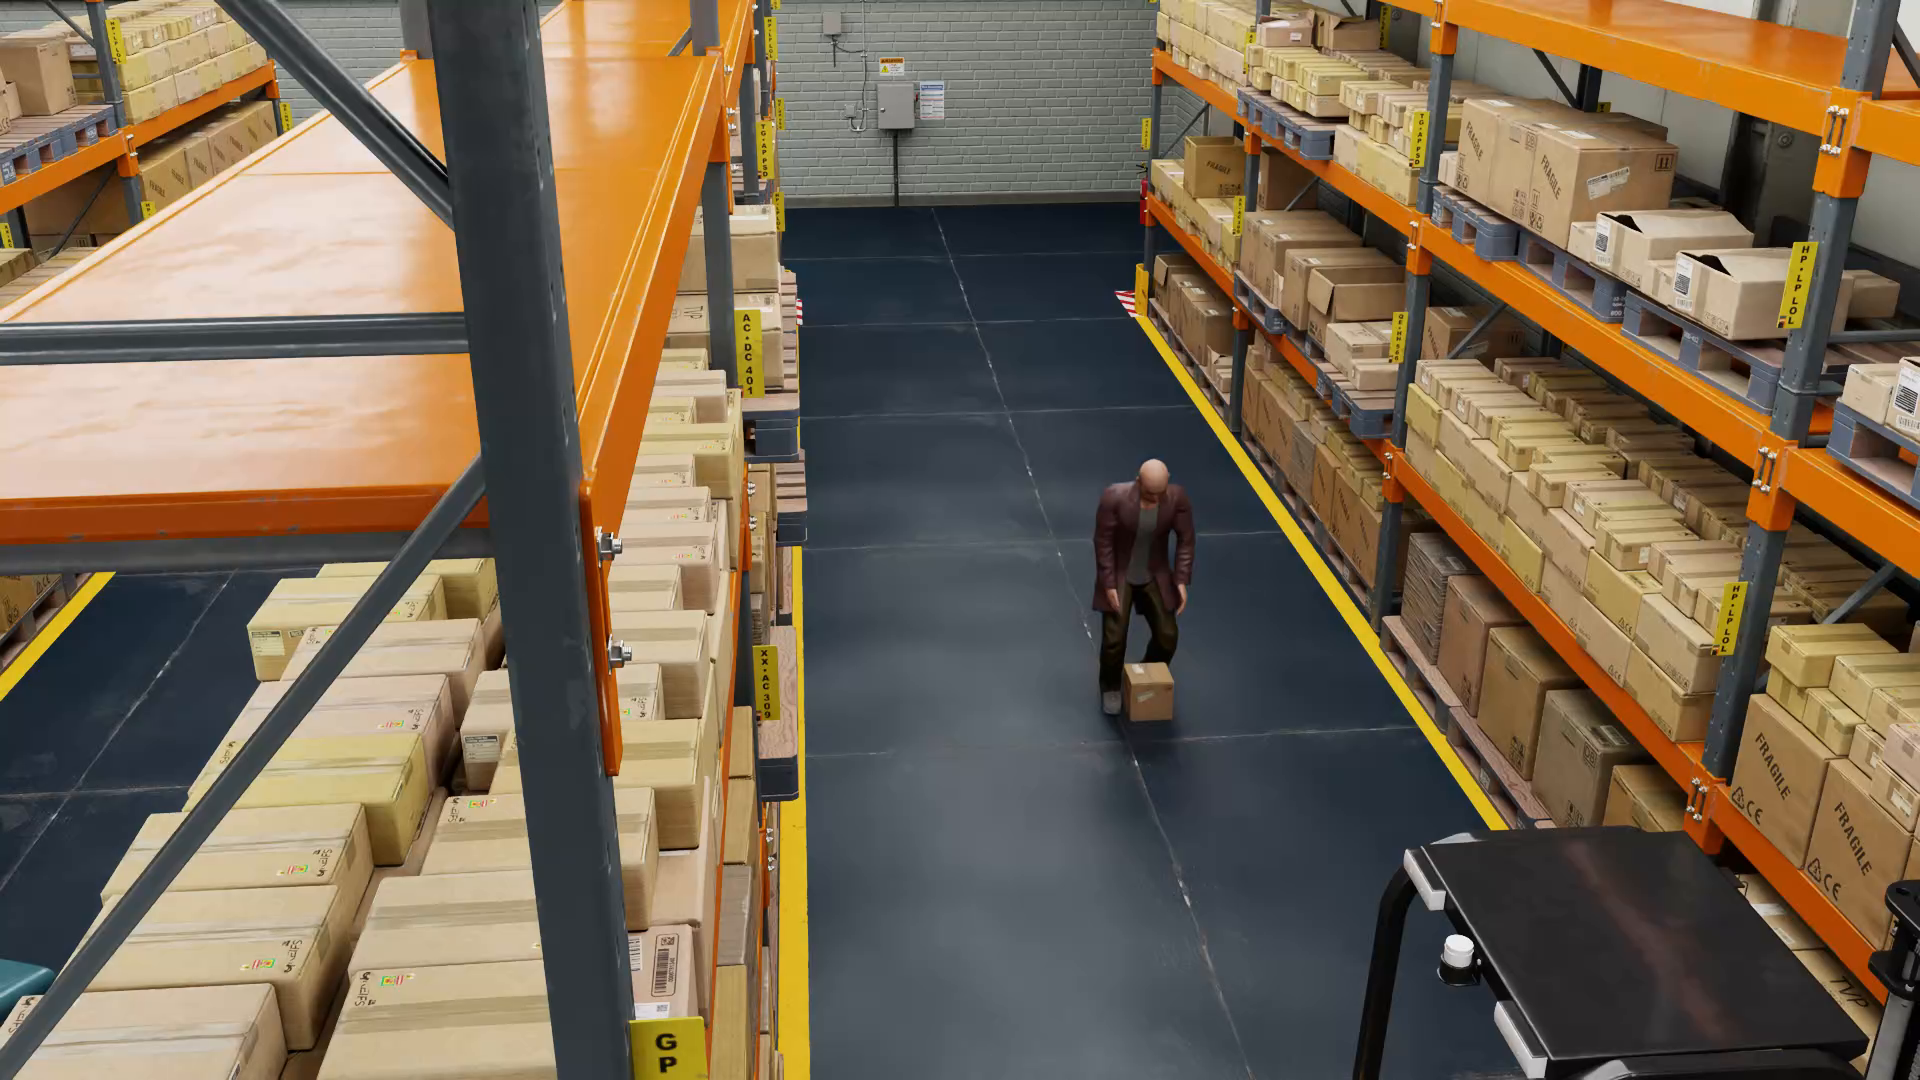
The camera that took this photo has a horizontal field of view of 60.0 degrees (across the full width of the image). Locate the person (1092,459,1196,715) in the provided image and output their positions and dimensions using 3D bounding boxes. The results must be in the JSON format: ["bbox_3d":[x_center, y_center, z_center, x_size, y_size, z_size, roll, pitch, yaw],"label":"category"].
[{"bbox_3d":[1.091,0.240,9.971,0.611,1.654,0.515,-2,23,-4],"label":"person"}]
